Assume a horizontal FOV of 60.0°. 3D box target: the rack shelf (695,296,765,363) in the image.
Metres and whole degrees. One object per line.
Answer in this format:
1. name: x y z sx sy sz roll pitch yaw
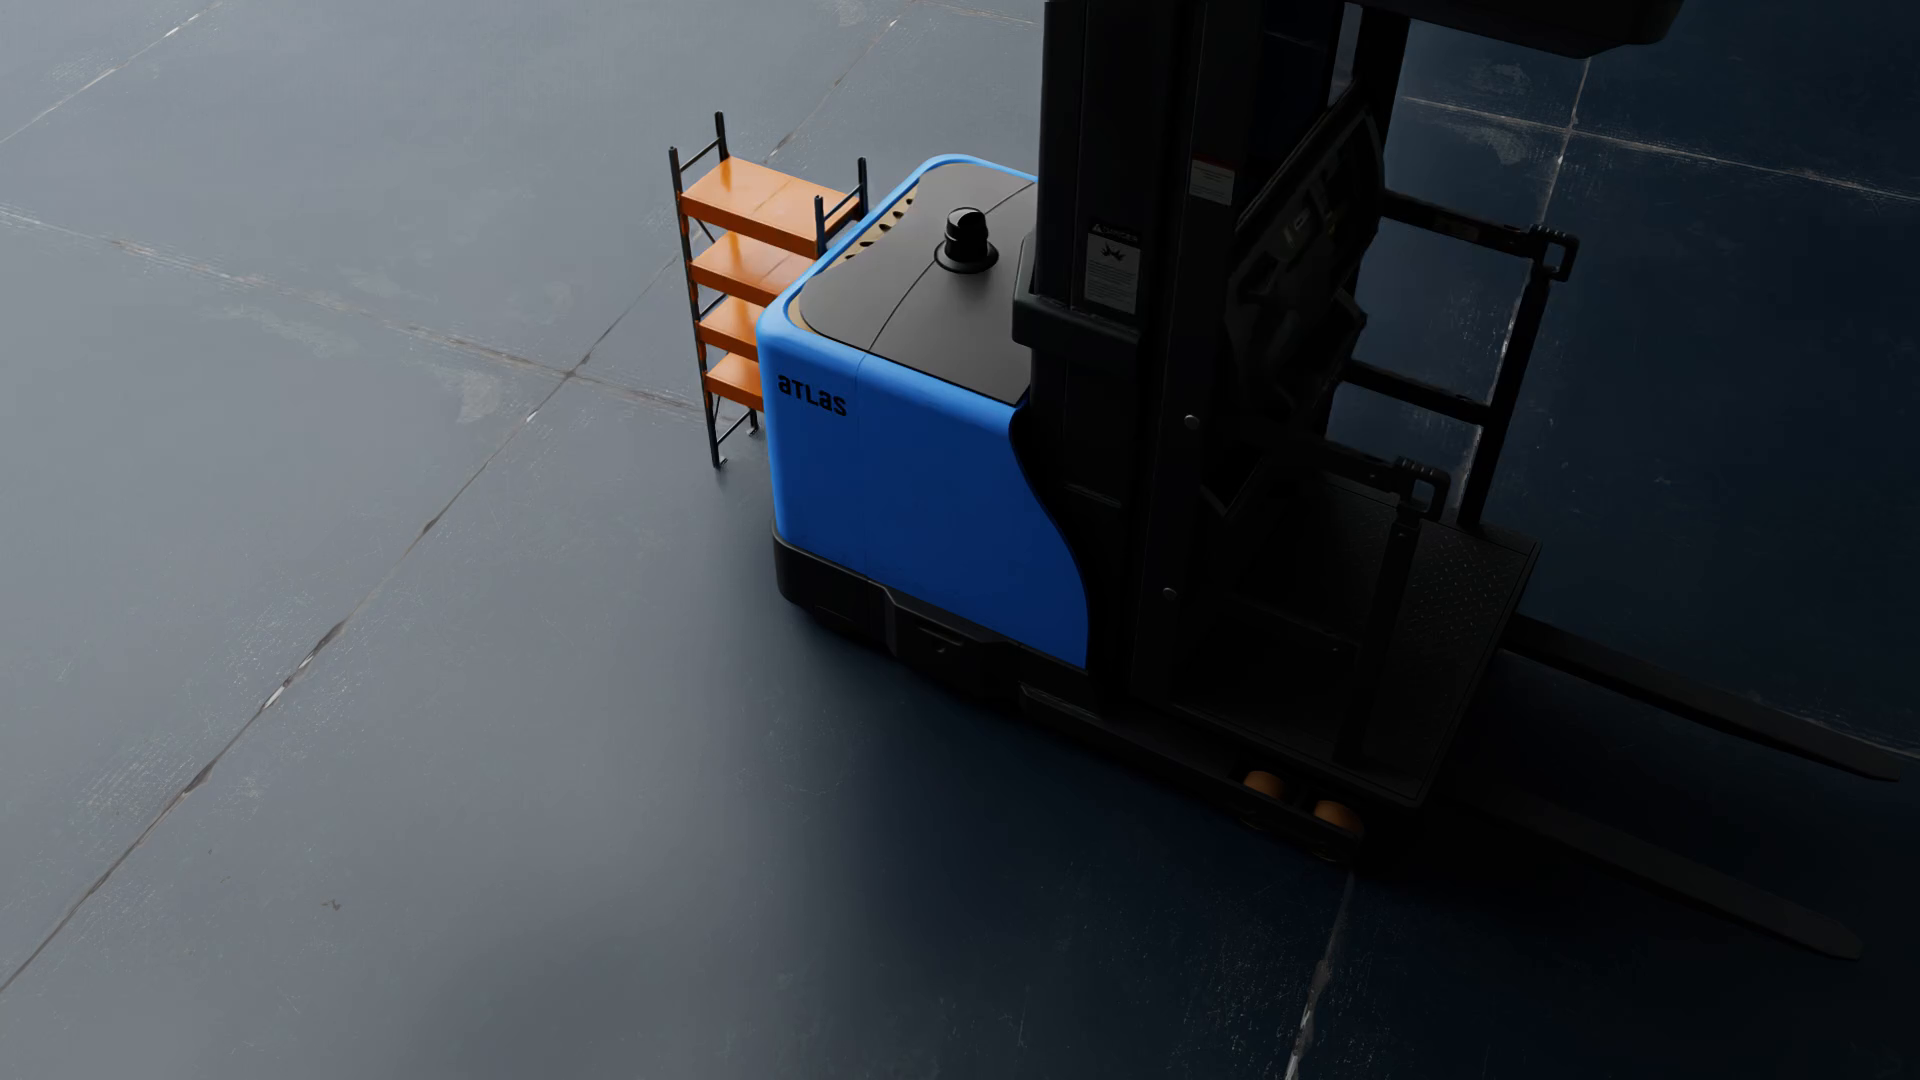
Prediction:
1. rack shelf: -0.538 -0.604 5.102 0.480 0.148 0.258 22 49 21

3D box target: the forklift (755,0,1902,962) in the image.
1. forklift: 0.984 -0.623 3.798 3.031 2.935 1.130 22 49 21

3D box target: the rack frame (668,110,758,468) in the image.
1. rack frame: -0.750 -0.738 5.141 0.015 1.200 0.240 22 49 21

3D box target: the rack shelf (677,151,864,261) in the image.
1. rack shelf: -0.538 -0.930 4.777 0.480 0.148 0.258 22 49 21

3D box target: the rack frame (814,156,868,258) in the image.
1. rack frame: -0.327 -0.566 4.968 0.015 1.200 0.240 22 49 21

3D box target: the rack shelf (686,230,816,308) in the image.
1. rack shelf: -0.538 -0.763 4.944 0.480 0.148 0.258 22 49 21

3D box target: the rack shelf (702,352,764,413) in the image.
1. rack shelf: -0.538 -0.463 5.242 0.480 0.148 0.258 22 49 21

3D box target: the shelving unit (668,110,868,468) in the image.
1. shelving unit: -0.538 -0.652 5.054 0.503 1.200 0.258 22 49 21
